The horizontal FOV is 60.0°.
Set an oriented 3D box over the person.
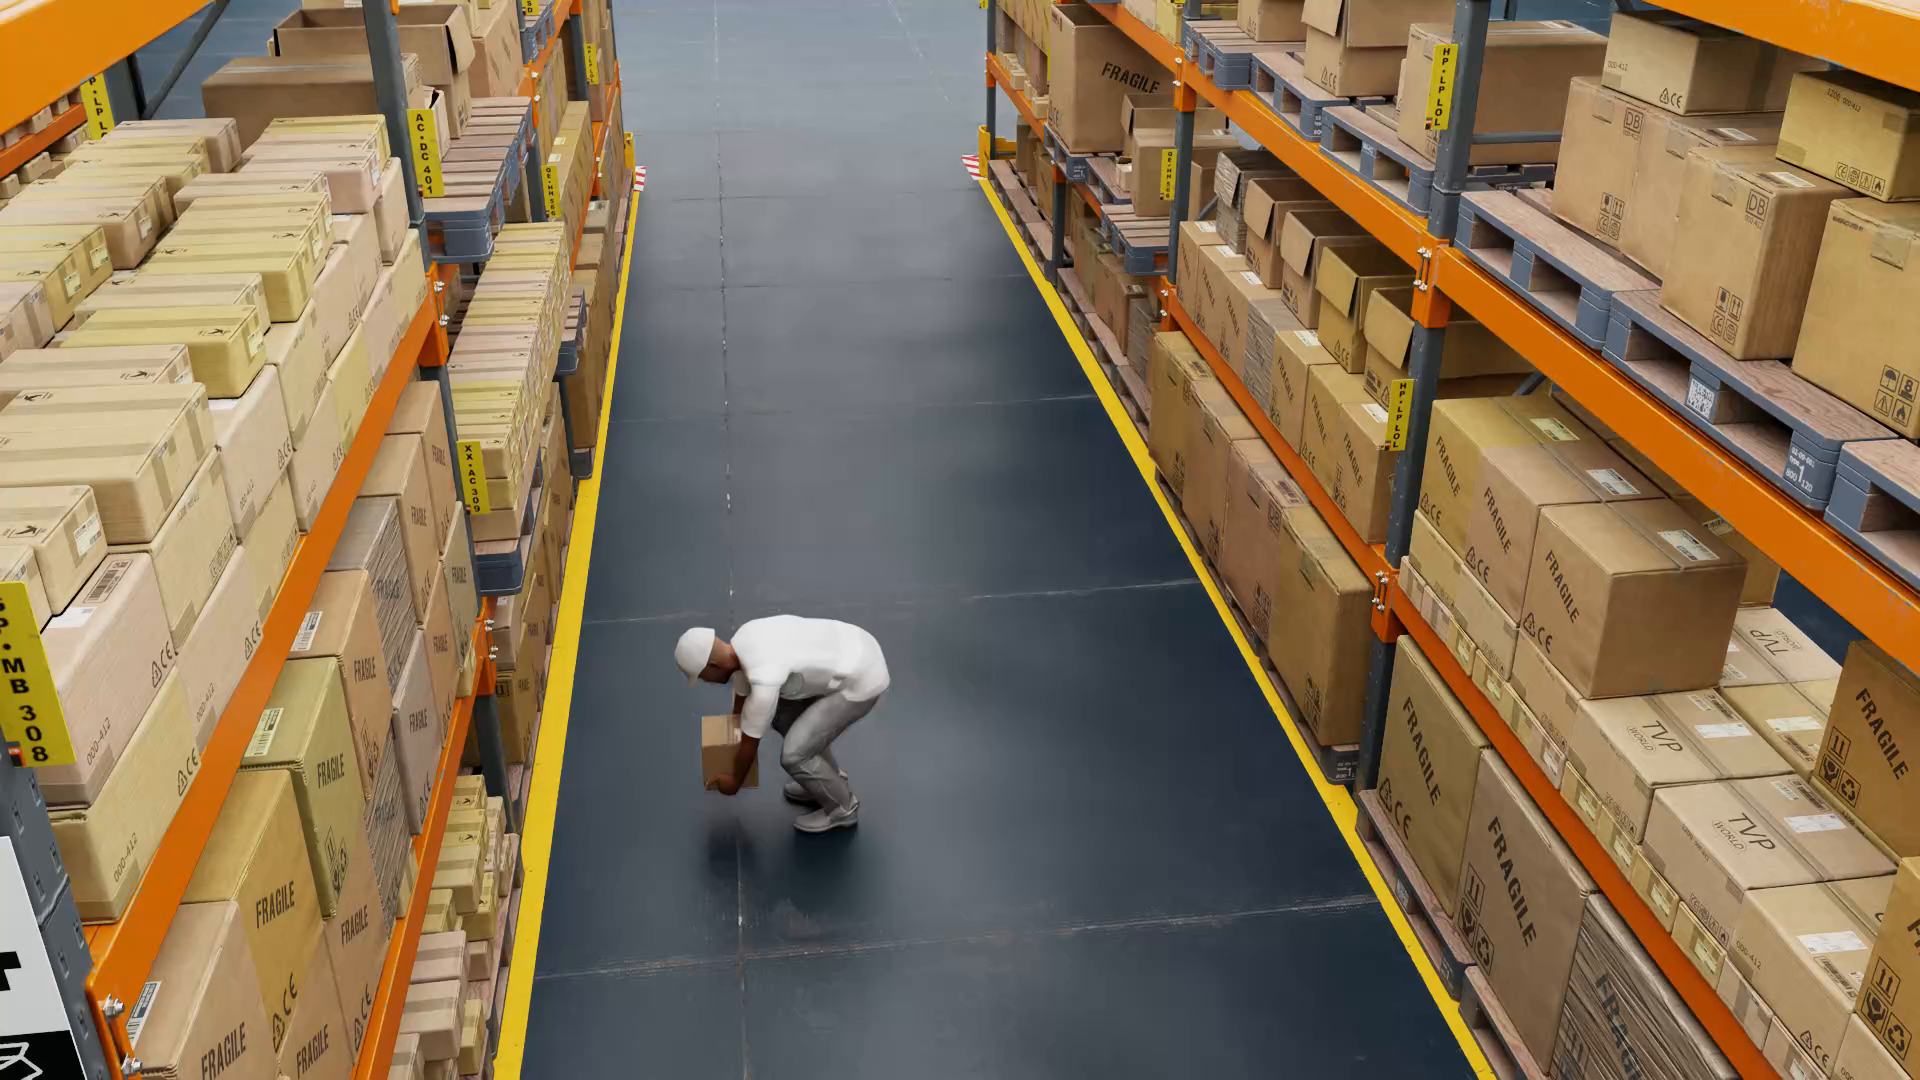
[{"bbox_3d":[-0.808,0.839,7.723,0.965,1.058,0.512,-5,27,-10],"label":"person"}]
